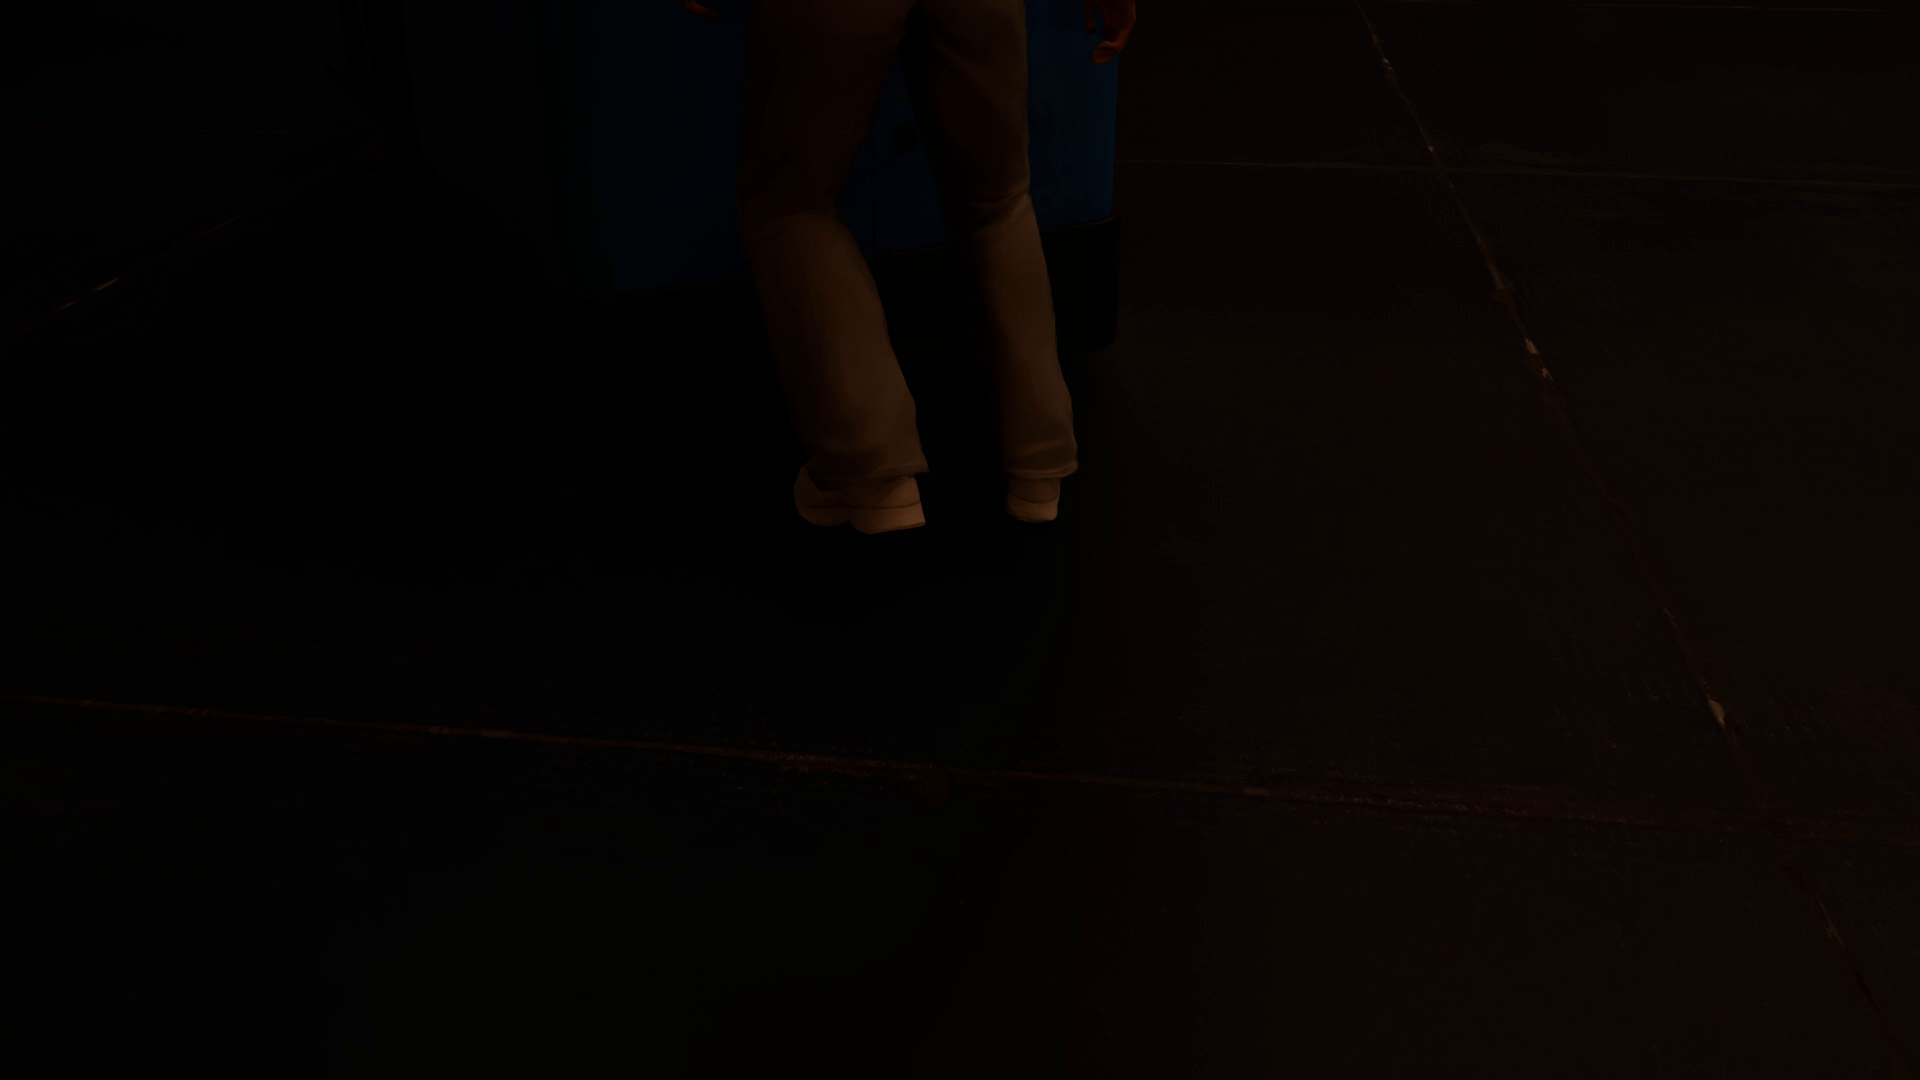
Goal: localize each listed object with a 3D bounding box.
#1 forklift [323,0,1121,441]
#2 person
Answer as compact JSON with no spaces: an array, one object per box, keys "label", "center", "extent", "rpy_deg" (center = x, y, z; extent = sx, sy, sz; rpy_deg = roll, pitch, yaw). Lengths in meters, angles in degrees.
[{"label":"forklift","center":[-0.851,-2.093,3.413],"extent":[1.130,2.935,3.031],"rpy_deg":[-13,30,-25]},{"label":"person","center":[-0.043,-0.759,2.222],"extent":[0.648,1.613,0.440],"rpy_deg":[-10,28,-20]}]
